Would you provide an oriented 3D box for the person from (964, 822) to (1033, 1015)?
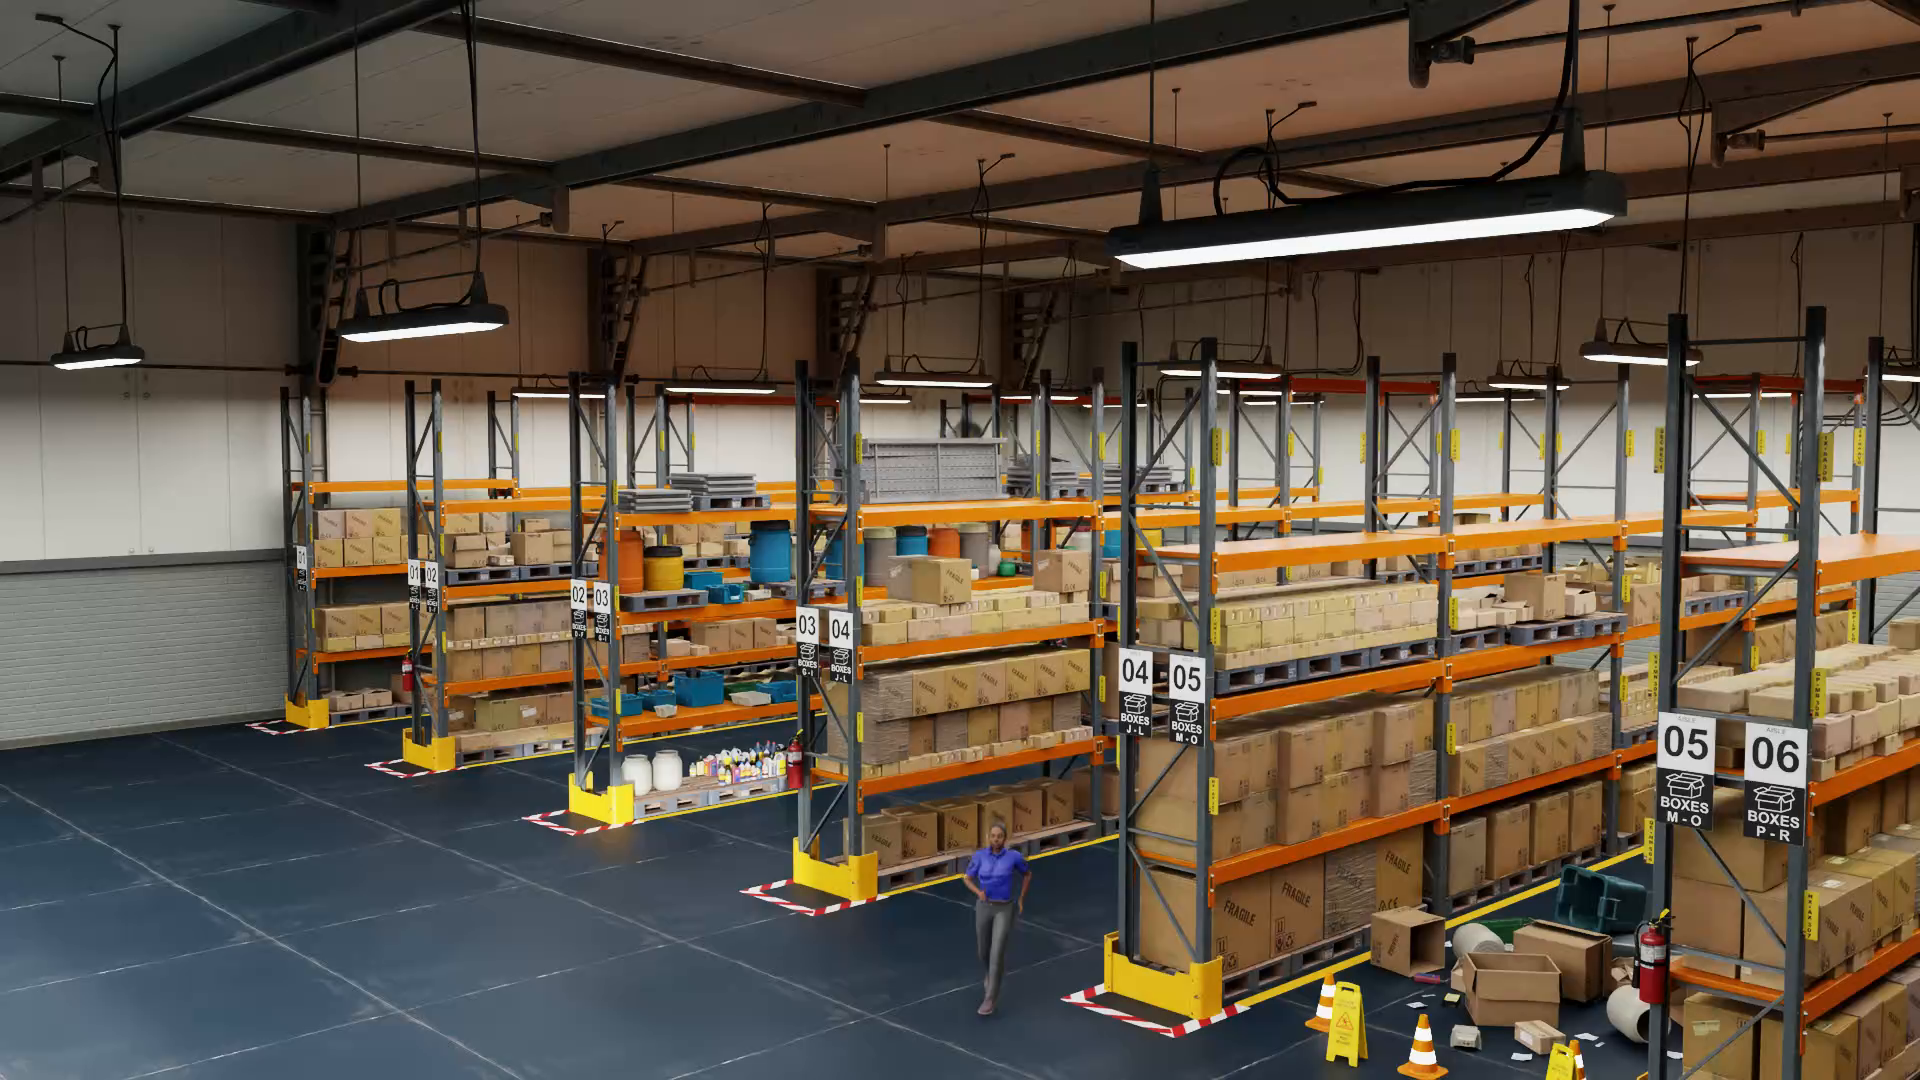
[{"bbox_3d":[0.331,3.369,15.038,0.604,1.630,0.849,1,4,12],"label":"person"}]
